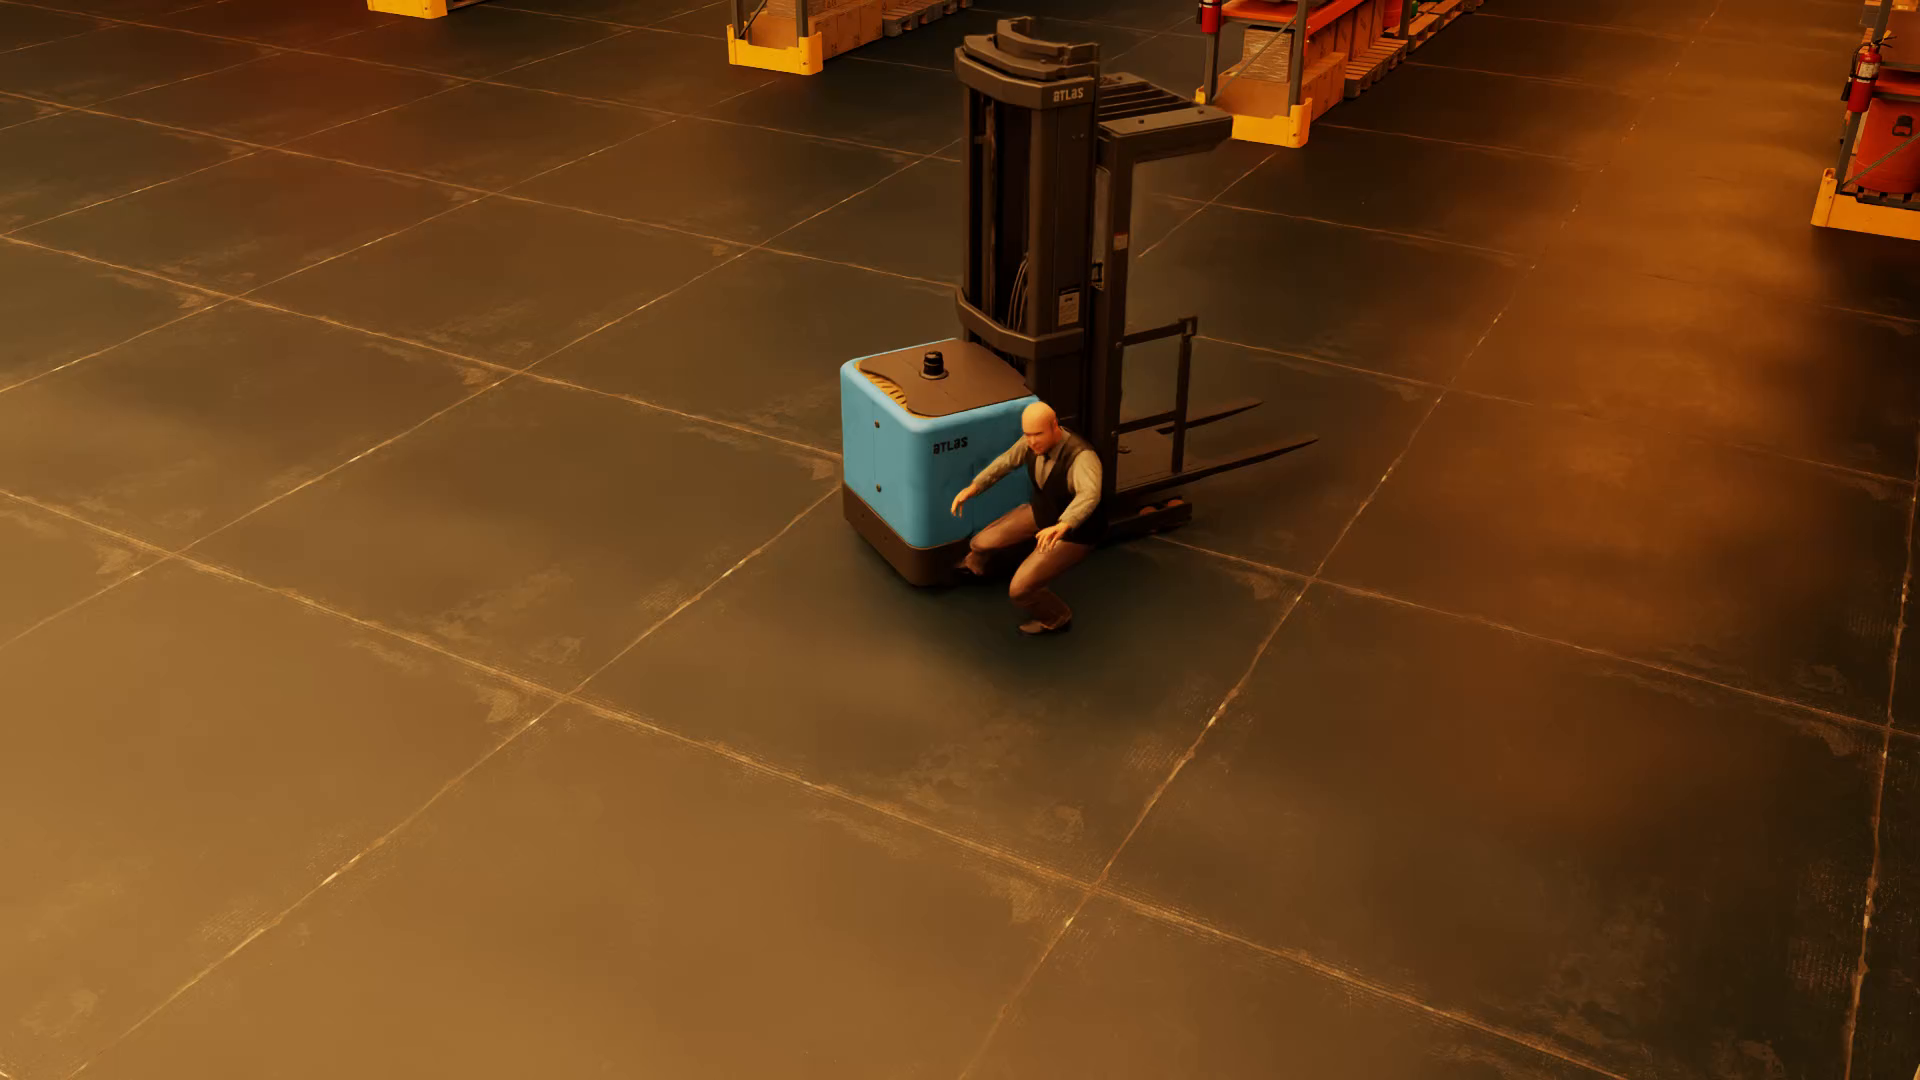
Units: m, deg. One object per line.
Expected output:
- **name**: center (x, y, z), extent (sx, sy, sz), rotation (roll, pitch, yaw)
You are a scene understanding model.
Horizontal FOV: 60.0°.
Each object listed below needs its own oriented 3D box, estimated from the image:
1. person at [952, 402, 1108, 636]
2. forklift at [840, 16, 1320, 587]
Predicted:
- **person**: center (0.308, -0.098, 8.729), extent (0.838, 1.483, 1.405), rotation (-21, 36, -31)
- **forklift**: center (0.833, -1.520, 9.705), extent (3.031, 2.935, 1.130), rotation (-15, 33, -24)
